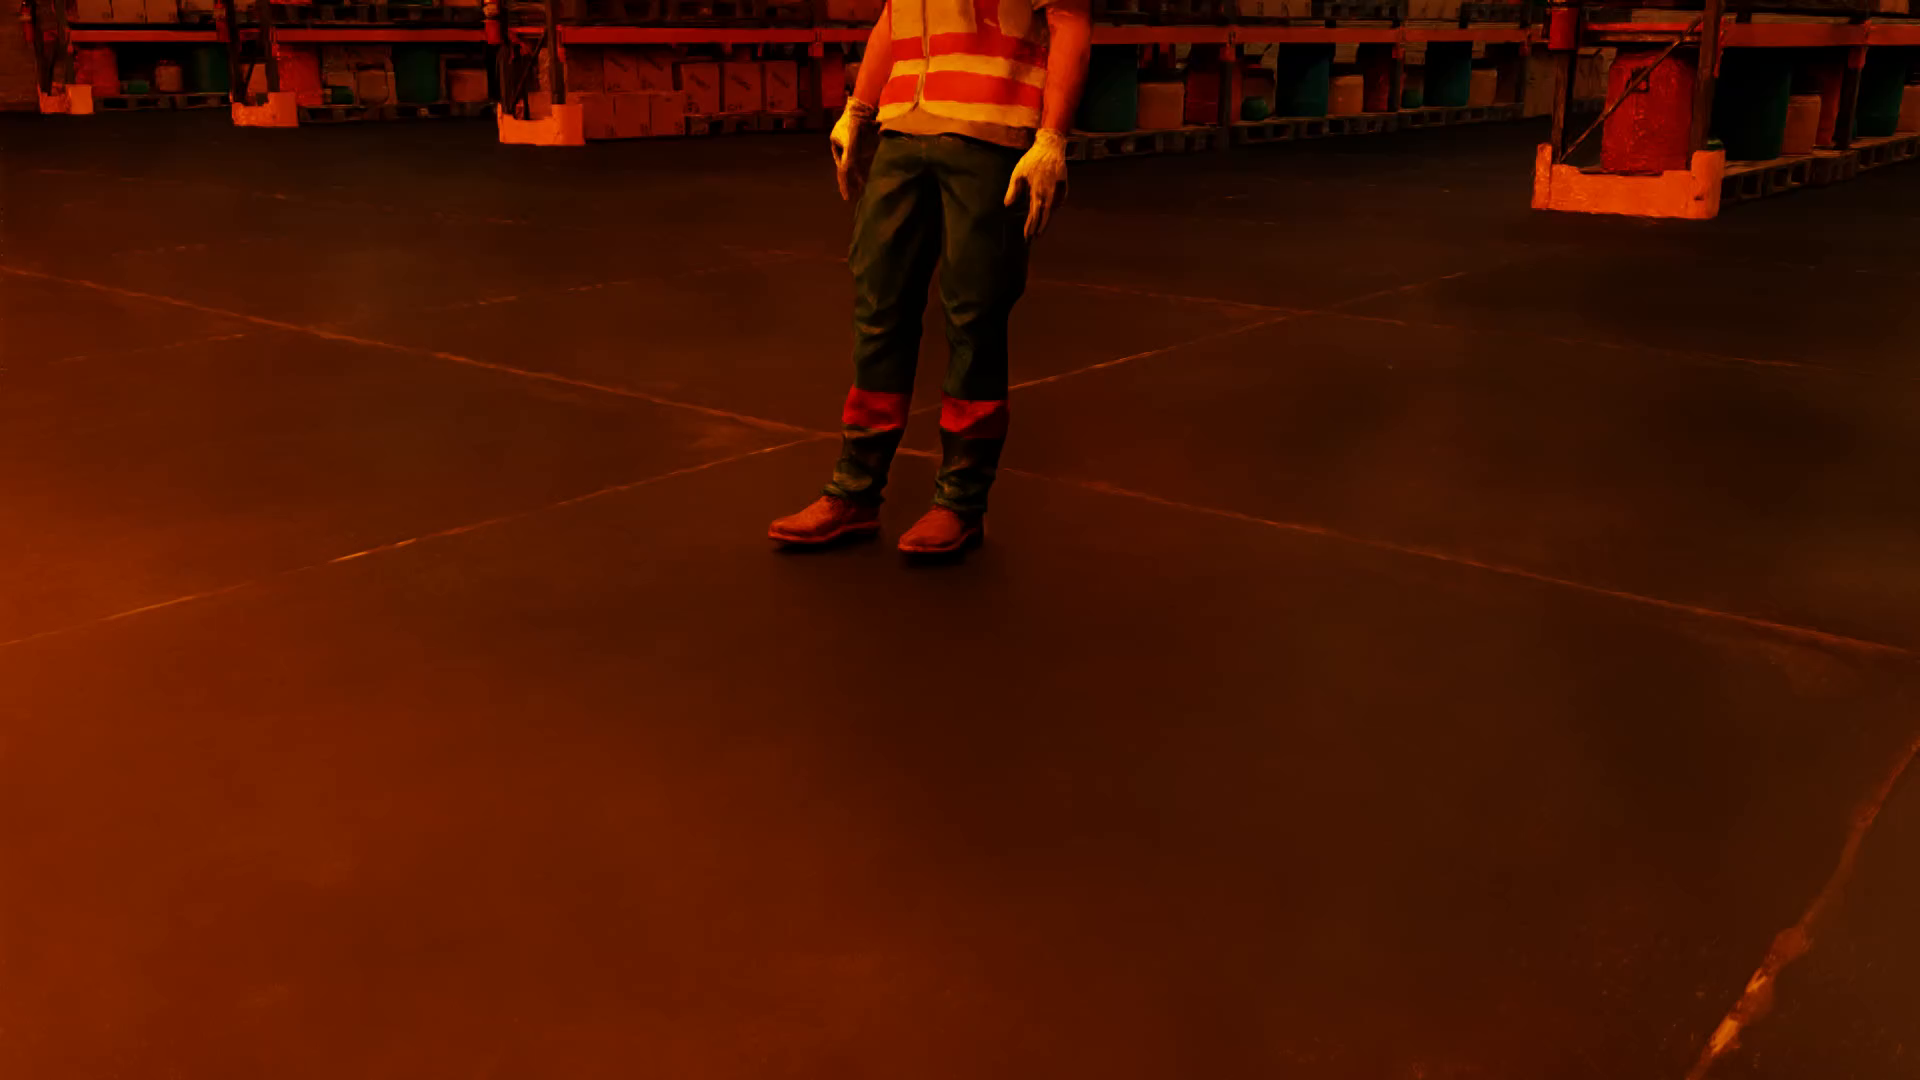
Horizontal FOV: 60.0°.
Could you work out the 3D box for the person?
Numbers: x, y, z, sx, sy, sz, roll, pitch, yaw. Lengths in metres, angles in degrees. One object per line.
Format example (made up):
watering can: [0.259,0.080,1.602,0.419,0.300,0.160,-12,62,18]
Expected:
person: [-0.060,-0.847,3.627,0.637,1.787,0.563,13,21,37]
